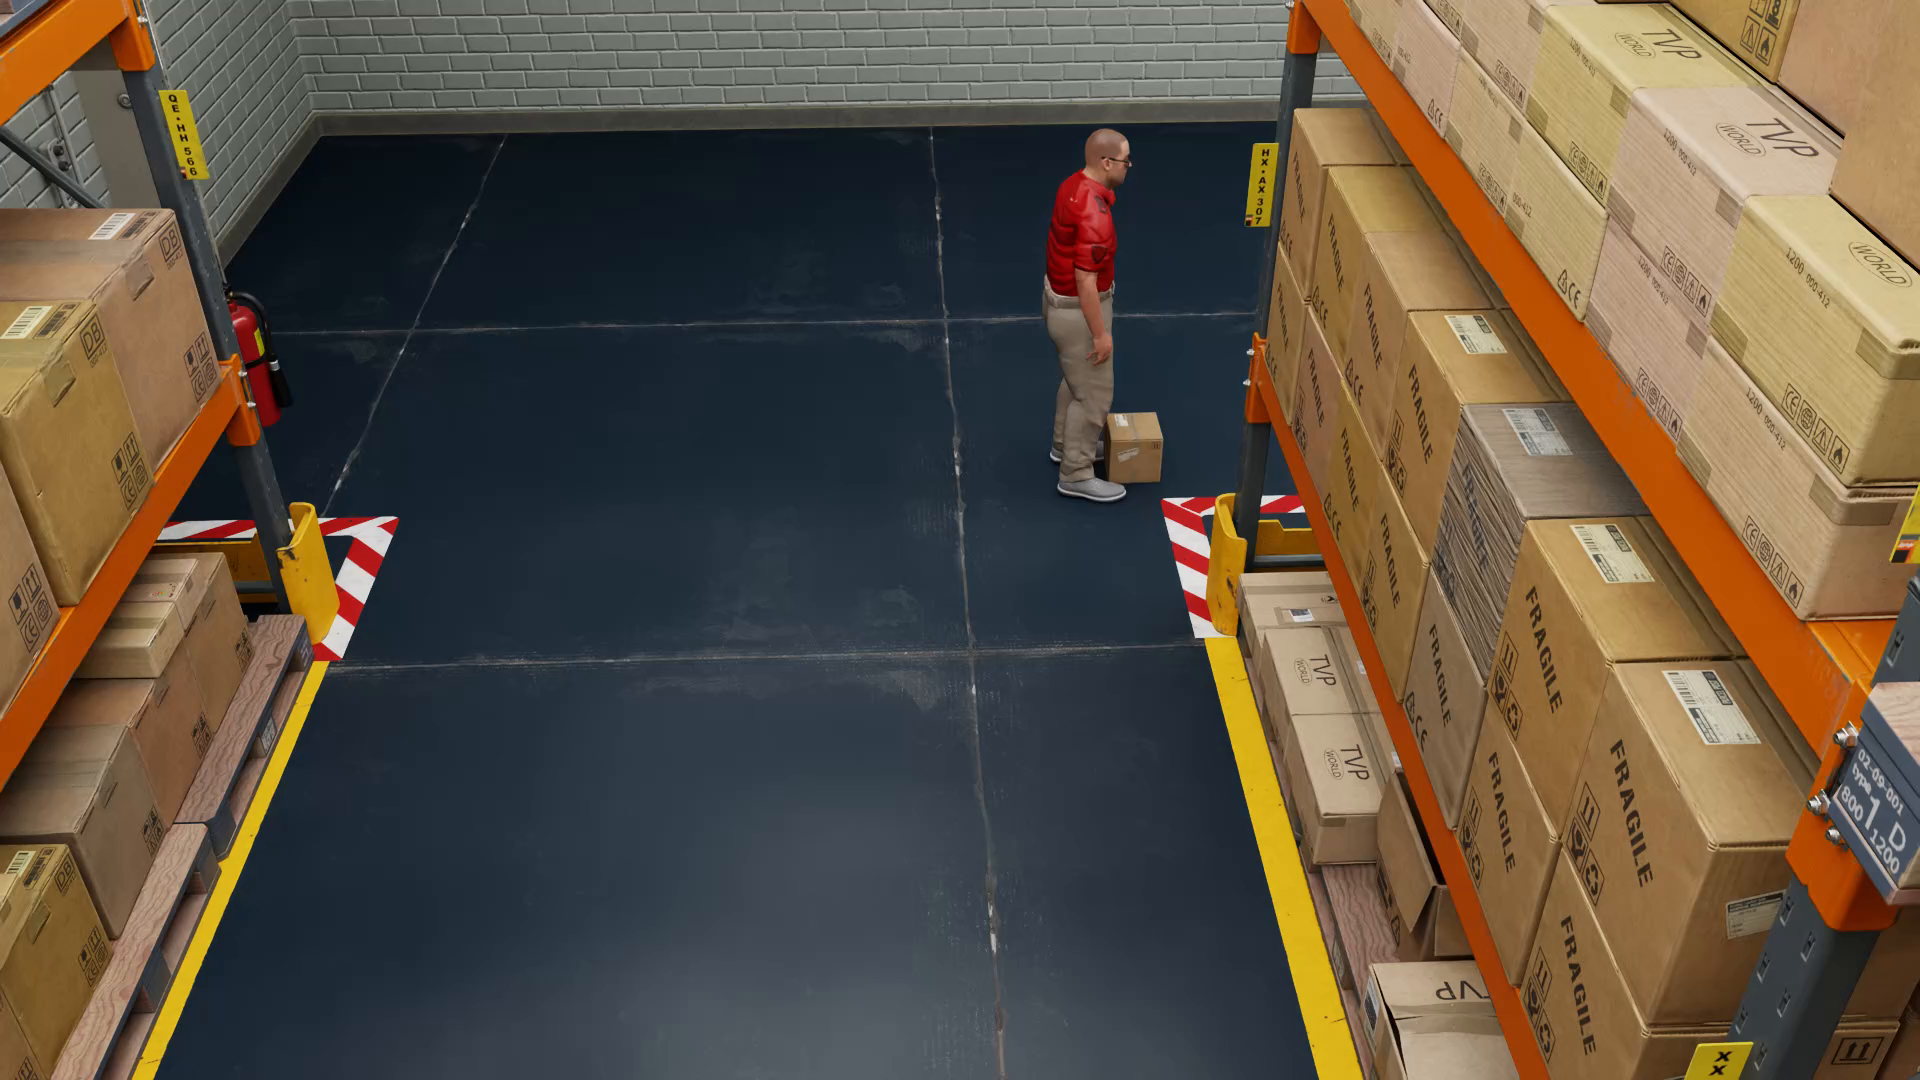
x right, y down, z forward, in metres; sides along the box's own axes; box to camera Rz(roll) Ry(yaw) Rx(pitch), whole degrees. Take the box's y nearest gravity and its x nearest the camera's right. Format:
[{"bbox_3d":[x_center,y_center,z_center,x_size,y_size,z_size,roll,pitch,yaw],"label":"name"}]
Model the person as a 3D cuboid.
[{"bbox_3d":[0.585,-1.044,7.648,0.399,1.725,0.598,-3,35,-5],"label":"person"}]
